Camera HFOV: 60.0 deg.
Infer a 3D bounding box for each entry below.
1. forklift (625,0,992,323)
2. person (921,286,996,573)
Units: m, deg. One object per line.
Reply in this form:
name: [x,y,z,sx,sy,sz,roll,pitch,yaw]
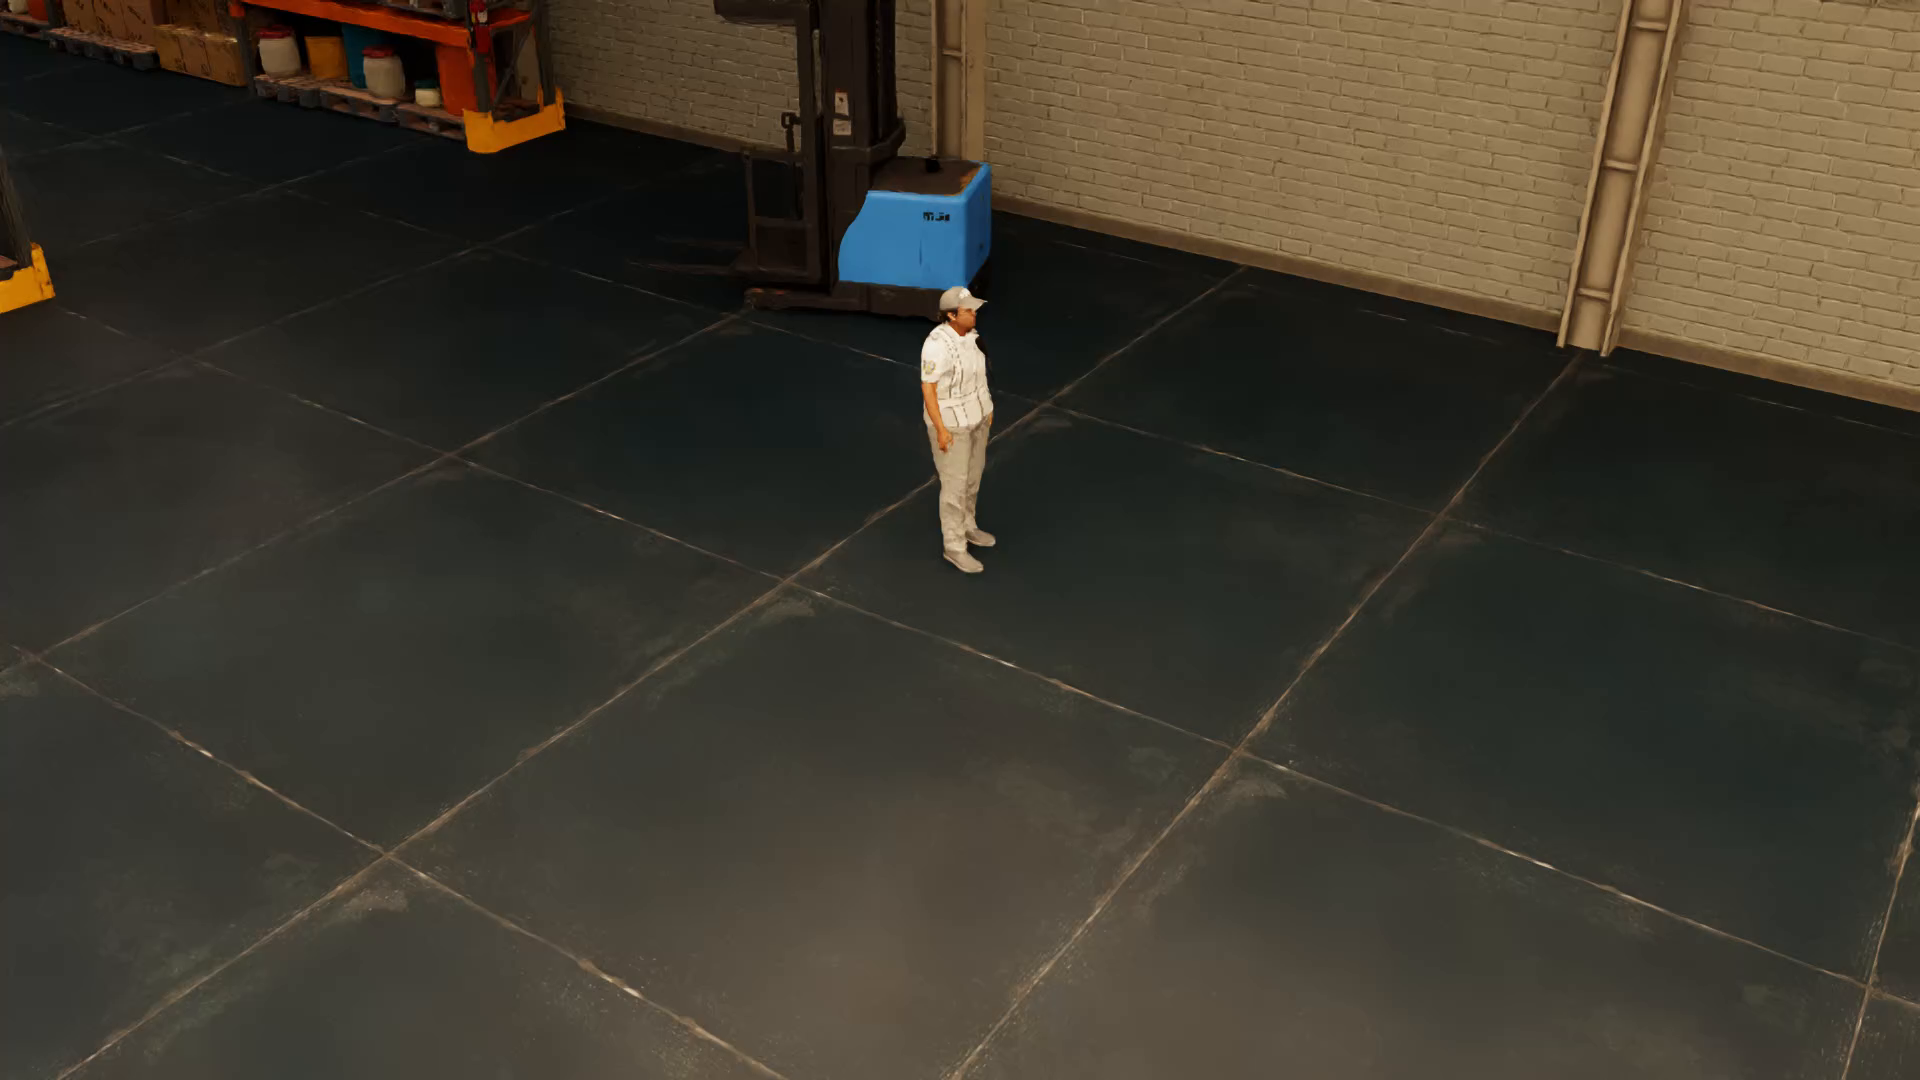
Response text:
forklift: [-1.302,-3.415,13.463,3.031,2.935,1.130,7,31,12]
person: [0.051,-0.696,10.025,0.529,1.669,0.598,19,35,29]
